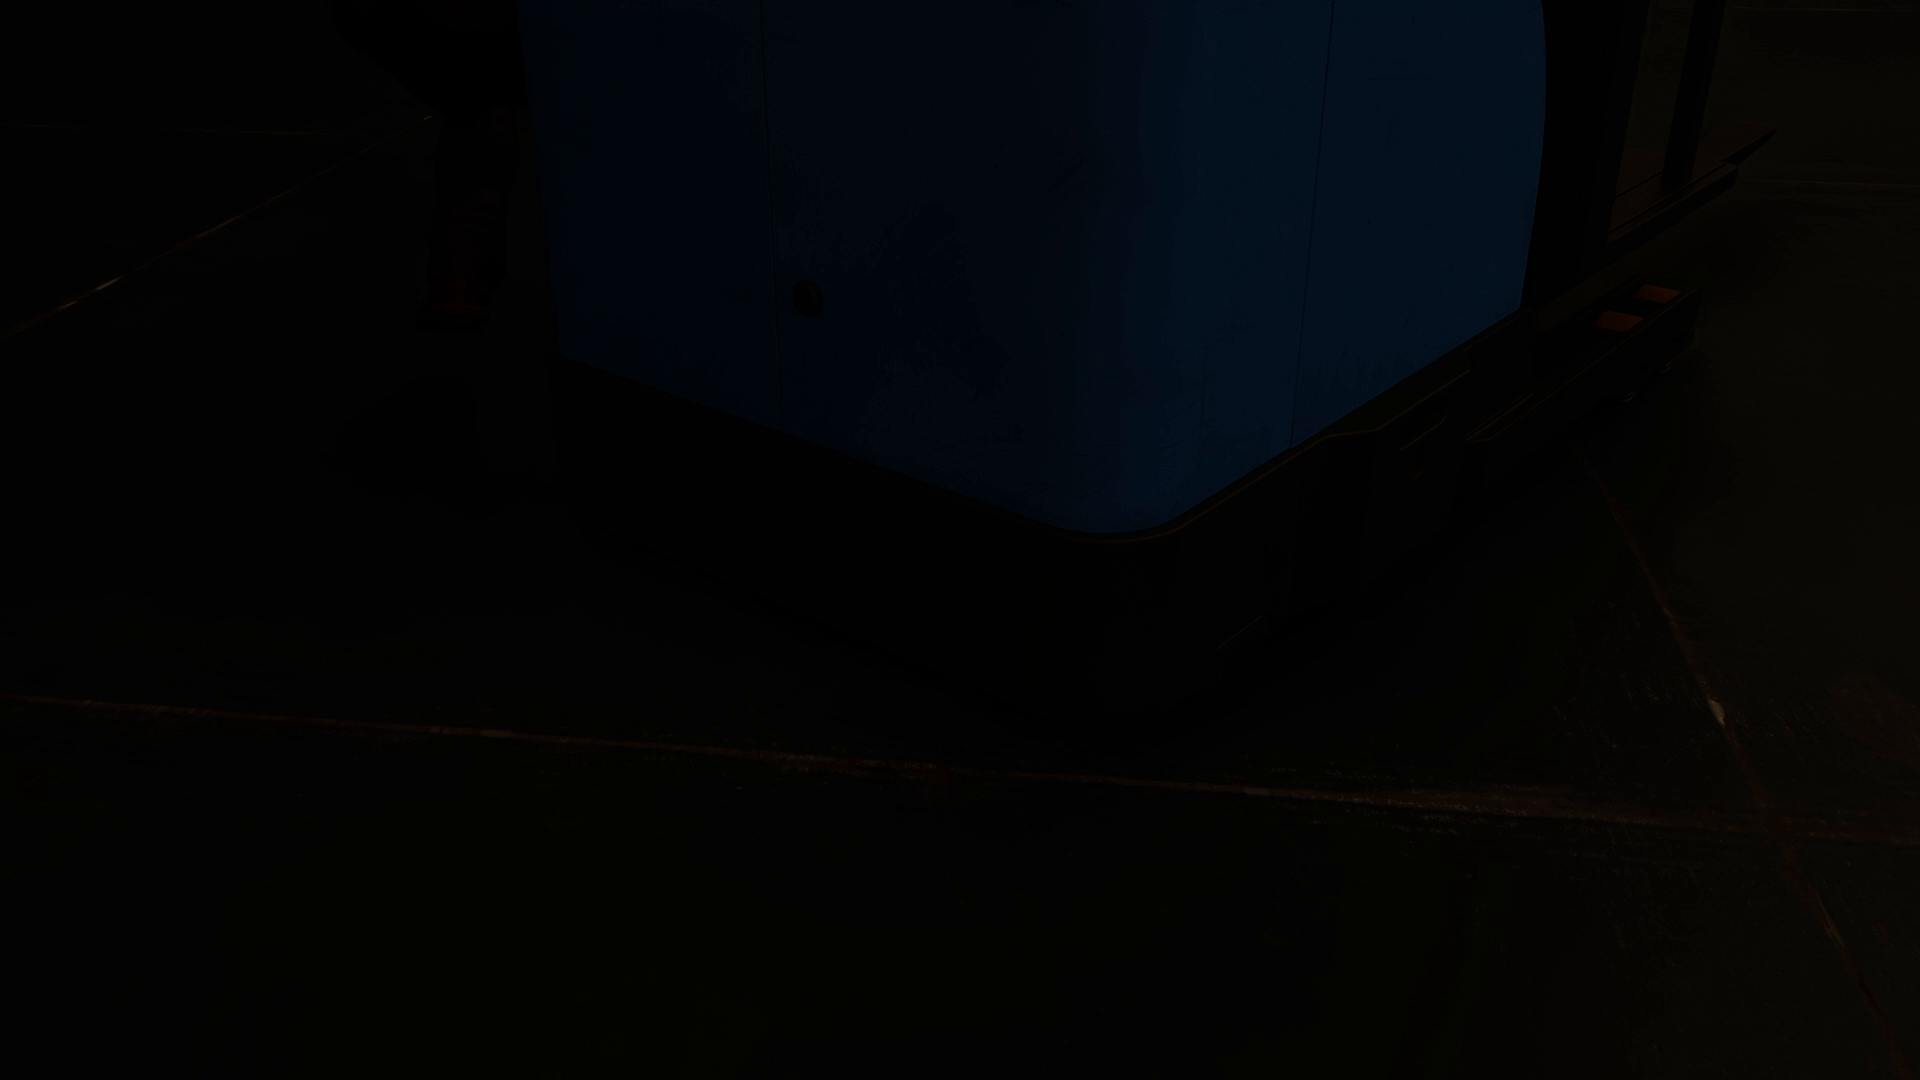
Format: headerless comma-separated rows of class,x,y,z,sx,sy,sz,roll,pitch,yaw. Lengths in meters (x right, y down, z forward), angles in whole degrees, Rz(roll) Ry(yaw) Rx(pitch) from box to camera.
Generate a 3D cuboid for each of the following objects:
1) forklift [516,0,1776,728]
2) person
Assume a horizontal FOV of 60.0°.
forklift,0.736,-1.682,2.588,1.130,2.935,3.031,20,33,35
person,-0.731,-0.943,2.709,0.760,1.575,0.468,14,30,26
